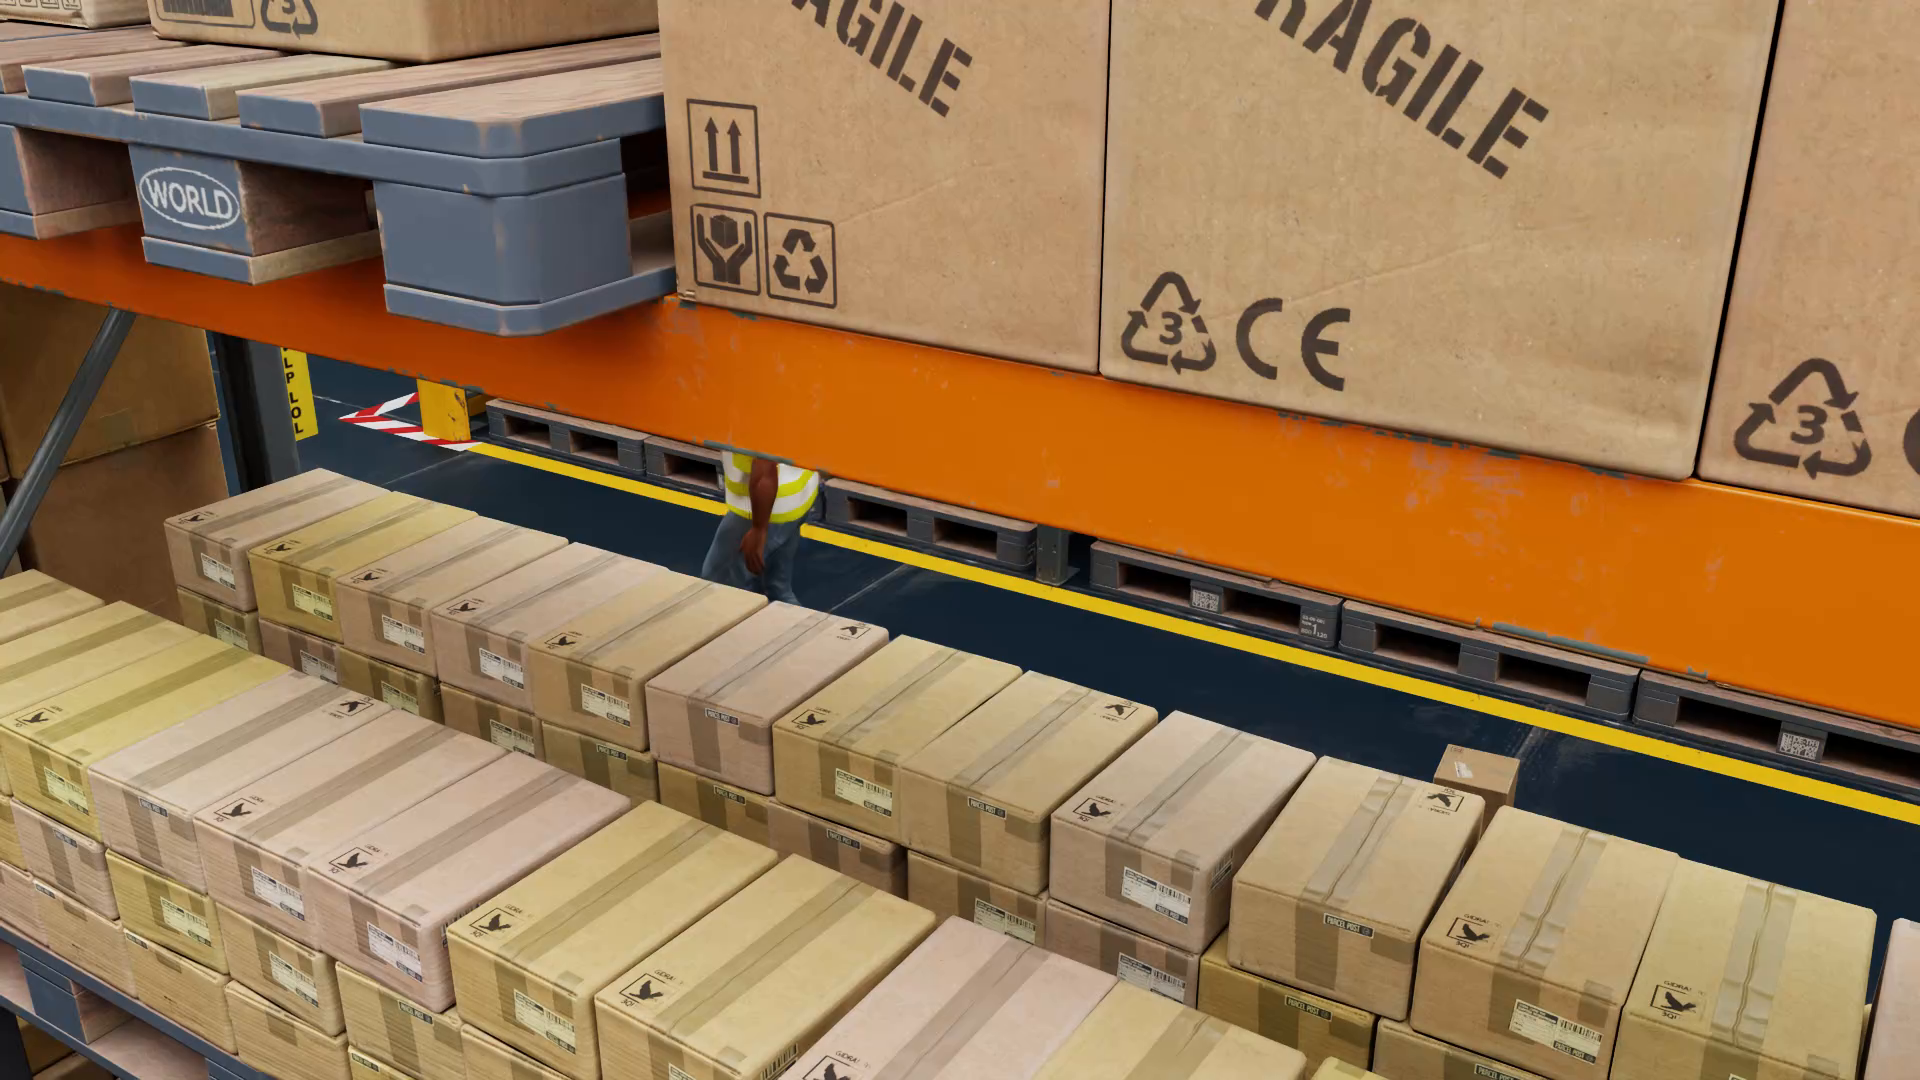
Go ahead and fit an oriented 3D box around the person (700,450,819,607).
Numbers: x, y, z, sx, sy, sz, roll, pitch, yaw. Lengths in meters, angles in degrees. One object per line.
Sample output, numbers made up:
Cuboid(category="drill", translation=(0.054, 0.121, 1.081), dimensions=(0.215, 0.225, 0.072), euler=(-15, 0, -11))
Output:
Cuboid(category="person", translation=(-0.737, -0.141, 6.316), dimensions=(0.471, 1.759, 0.599), euler=(5, 23, 11))
